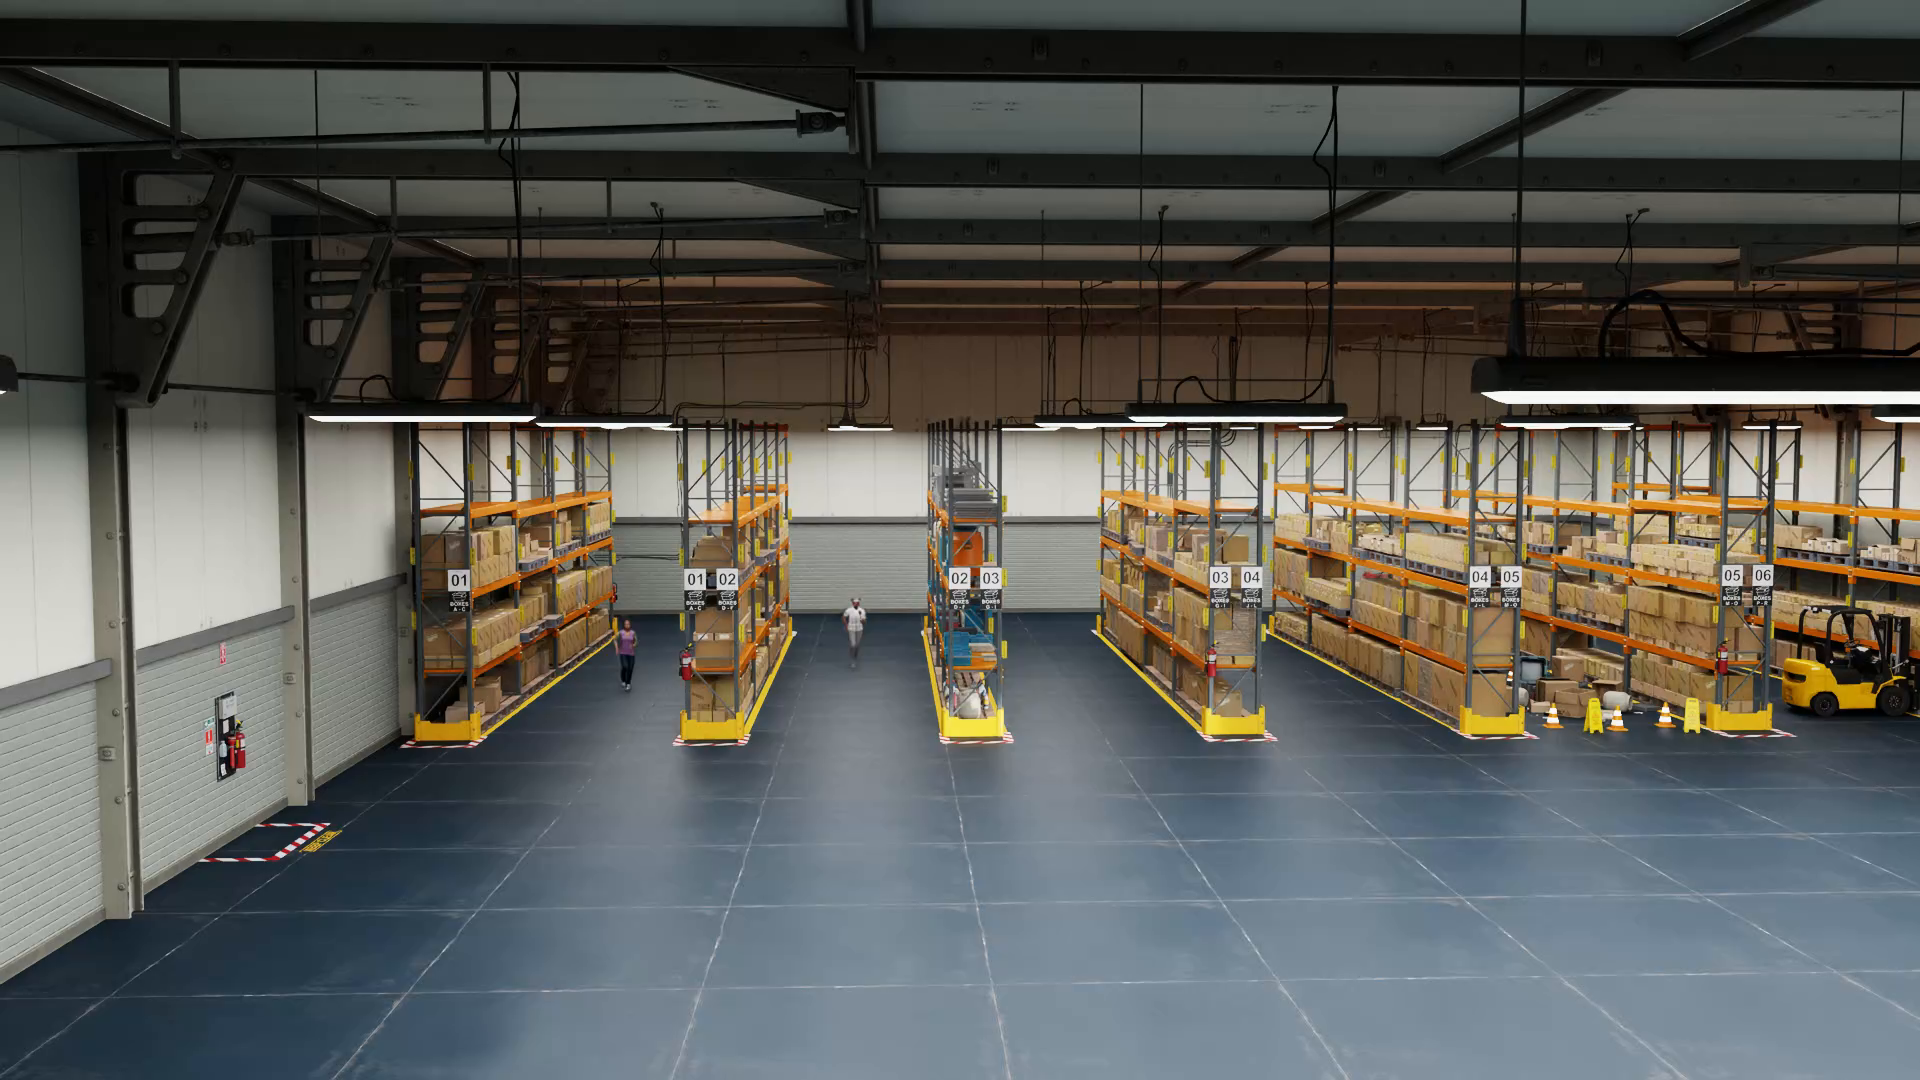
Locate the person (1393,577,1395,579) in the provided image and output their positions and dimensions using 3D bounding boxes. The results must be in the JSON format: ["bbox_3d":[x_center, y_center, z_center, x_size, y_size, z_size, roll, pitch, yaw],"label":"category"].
[{"bbox_3d":[11.920,1.865,45.969,0.697,1.759,0.988,-1,4,-14],"label":"person"}]

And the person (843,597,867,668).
[{"bbox_3d":[-2.572,2.269,40.890,0.558,1.760,0.774,-1,4,-16],"label":"person"}]

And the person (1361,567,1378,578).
[{"bbox_3d":[12.285,1.647,50.133,0.973,1.717,0.662,-2,4,-26],"label":"person"}]

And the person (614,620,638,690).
[{"bbox_3d":[-7.405,2.554,36.955,0.511,1.562,0.633,-1,4,-20],"label":"person"}]
